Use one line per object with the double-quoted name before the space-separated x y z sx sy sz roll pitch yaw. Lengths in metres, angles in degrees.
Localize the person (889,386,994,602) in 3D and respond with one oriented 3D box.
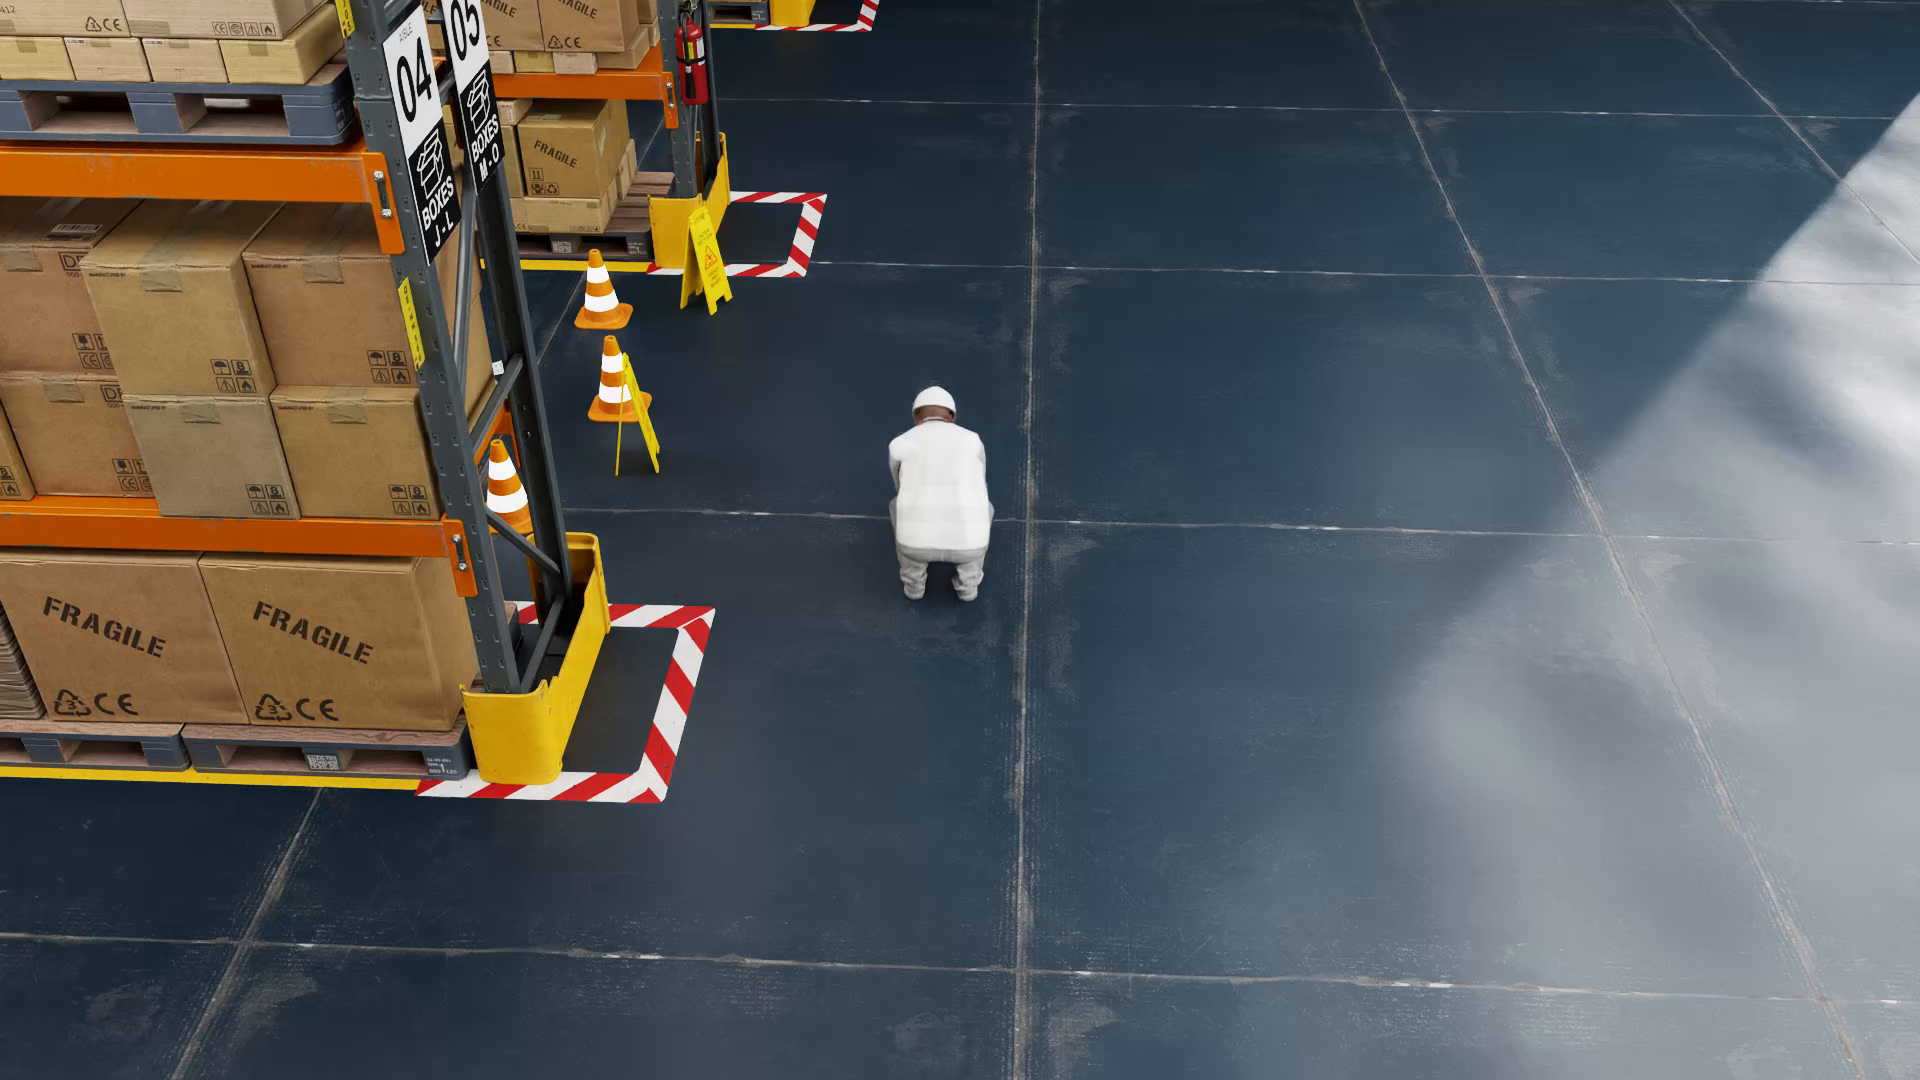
"person" -0.095 -0.189 8.241 0.528 0.864 0.944 1 35 2
